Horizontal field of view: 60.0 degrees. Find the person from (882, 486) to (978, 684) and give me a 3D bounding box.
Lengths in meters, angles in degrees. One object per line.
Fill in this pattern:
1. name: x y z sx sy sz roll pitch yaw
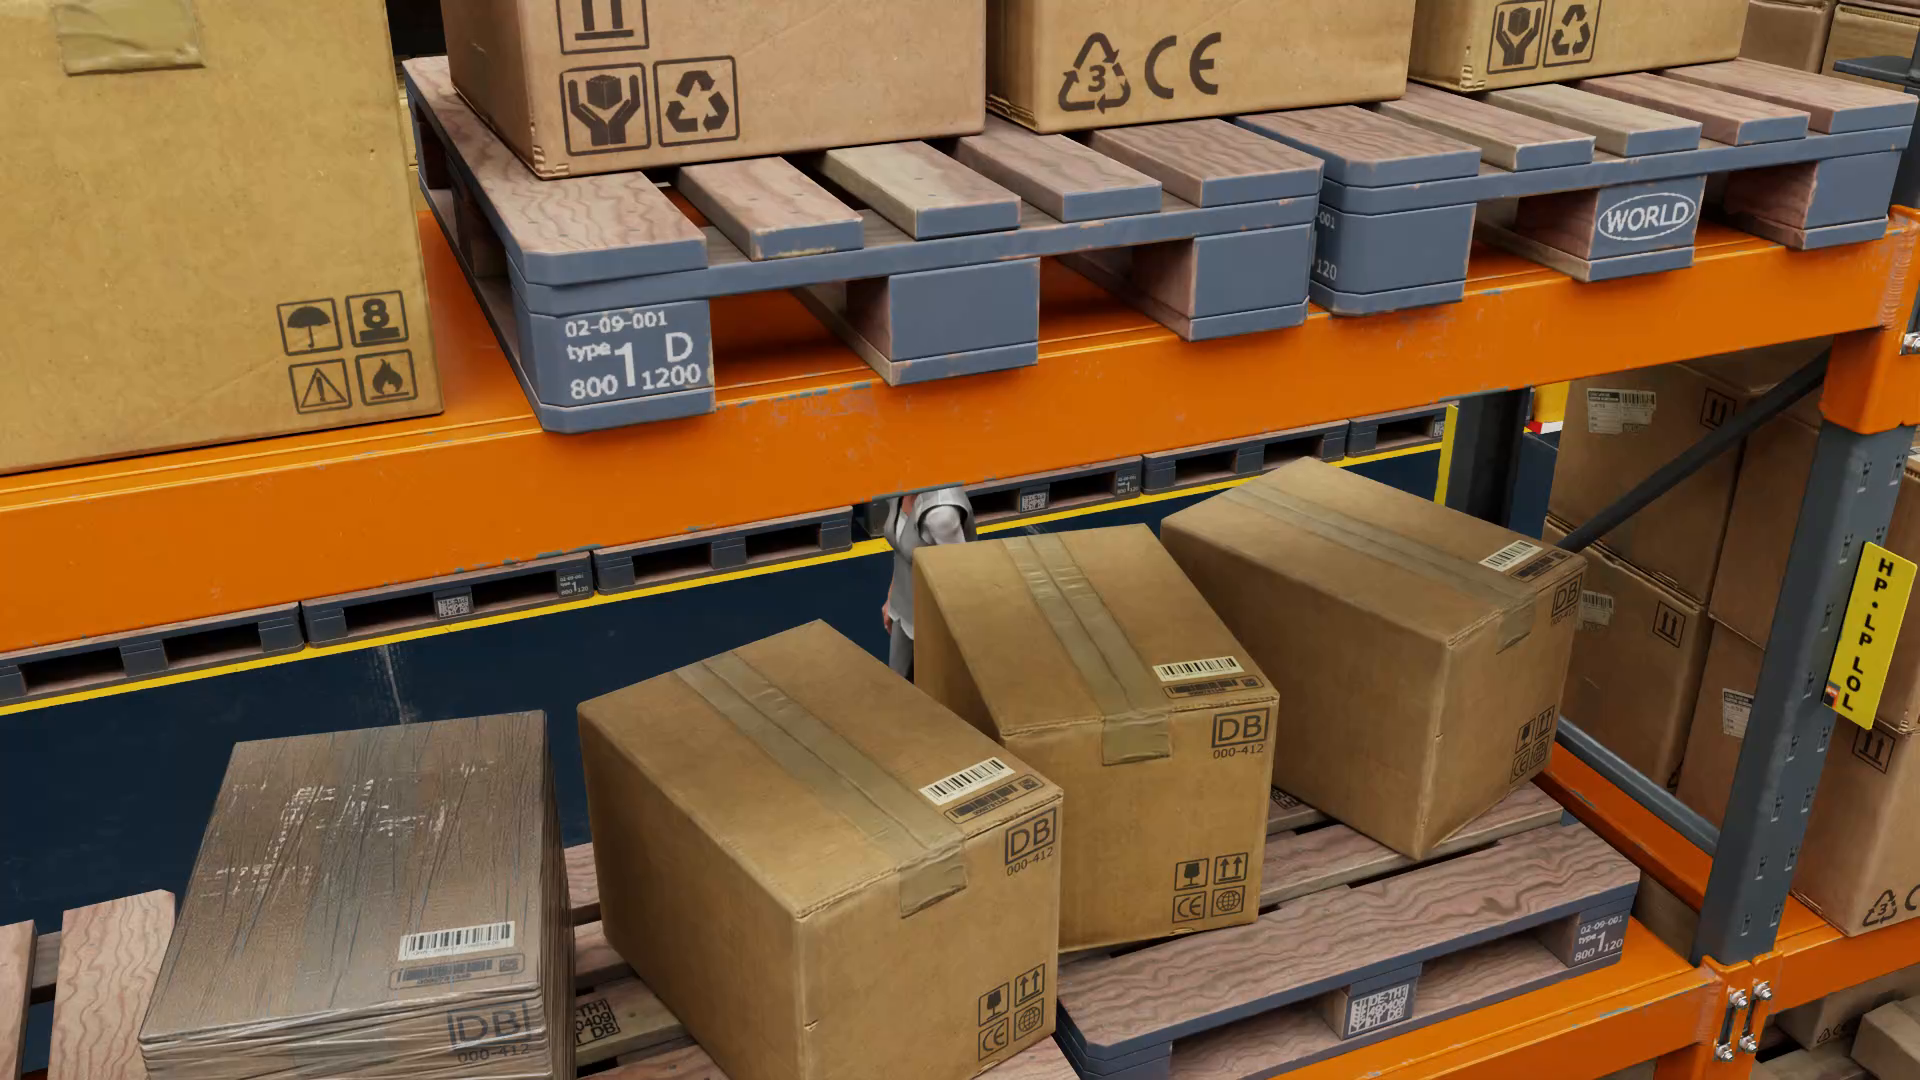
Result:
1. person: -0.113 0.296 5.527 0.346 1.593 0.484 -12 29 -24
